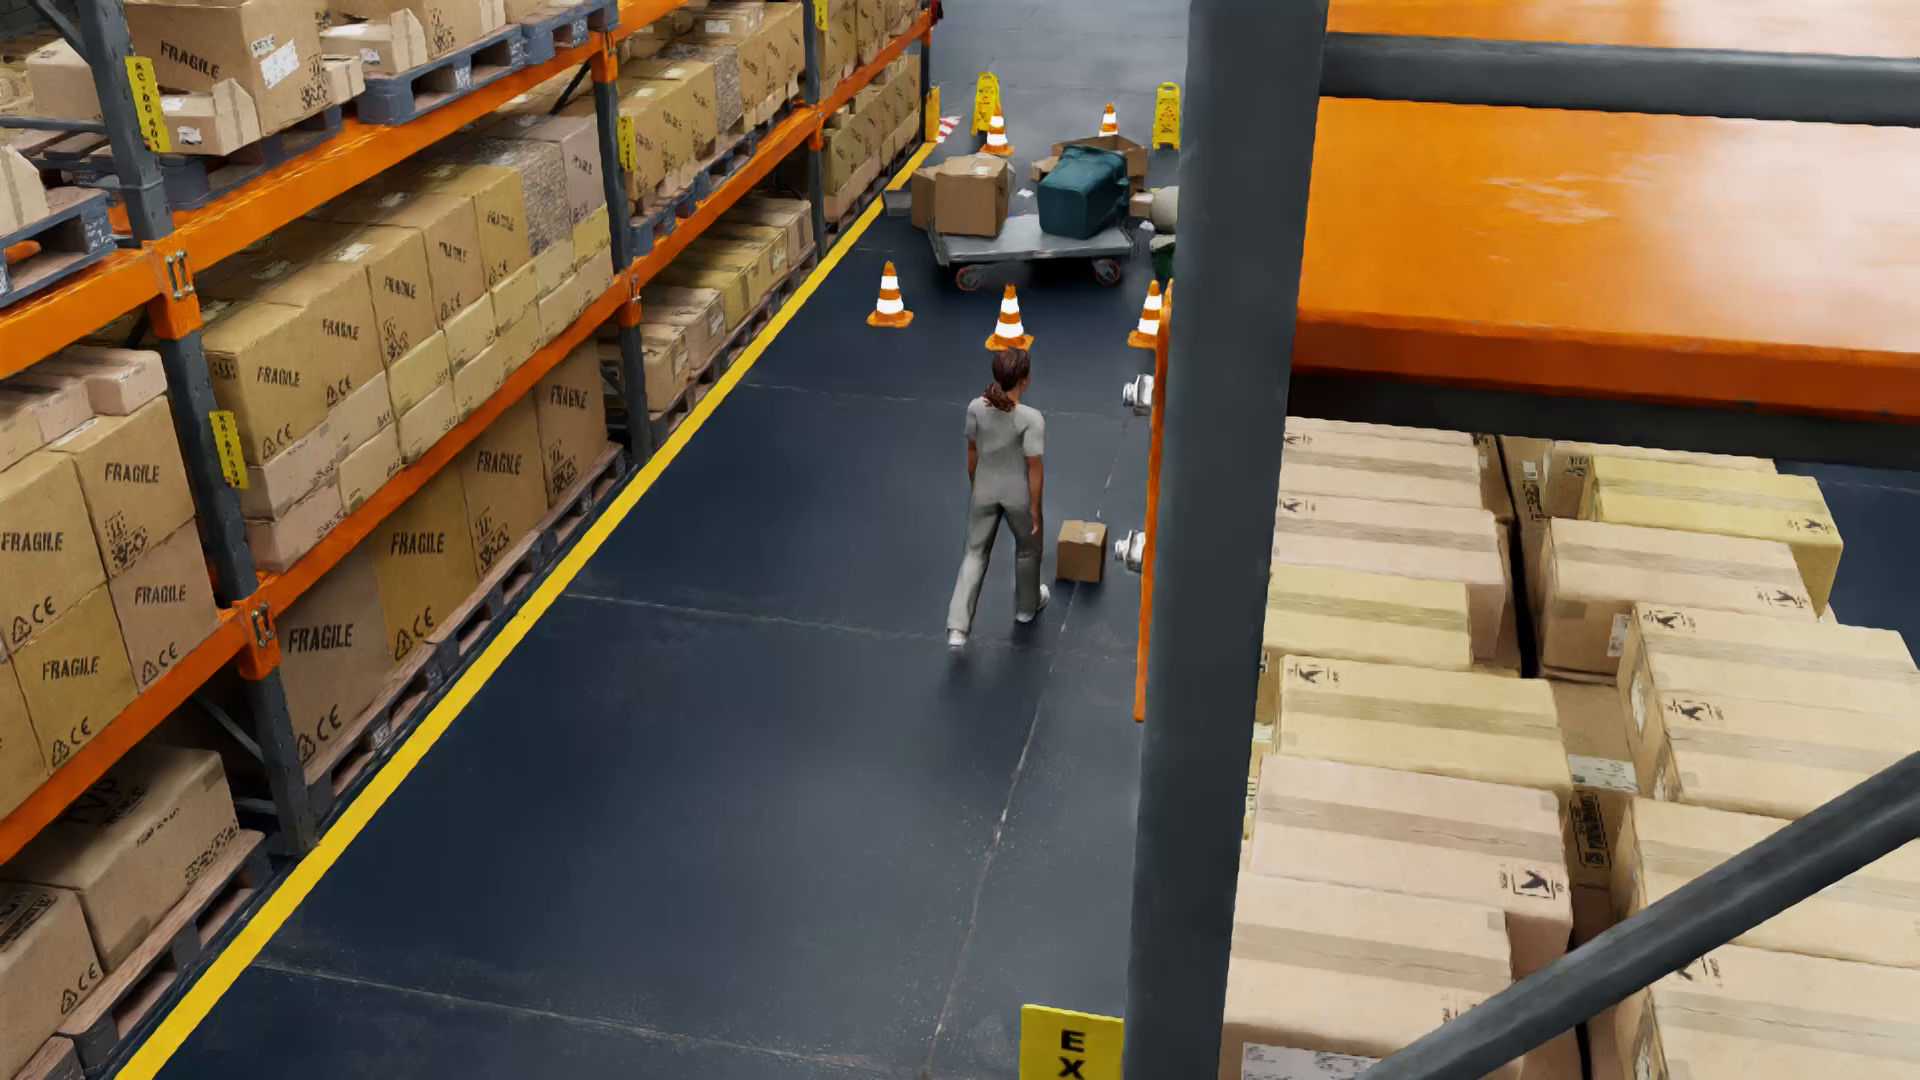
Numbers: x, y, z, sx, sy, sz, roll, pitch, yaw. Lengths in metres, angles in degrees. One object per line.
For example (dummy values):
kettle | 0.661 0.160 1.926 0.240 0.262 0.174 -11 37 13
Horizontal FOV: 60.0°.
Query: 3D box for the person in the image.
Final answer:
person | 0.229 -0.213 8.515 0.443 1.653 0.922 10 30 18
